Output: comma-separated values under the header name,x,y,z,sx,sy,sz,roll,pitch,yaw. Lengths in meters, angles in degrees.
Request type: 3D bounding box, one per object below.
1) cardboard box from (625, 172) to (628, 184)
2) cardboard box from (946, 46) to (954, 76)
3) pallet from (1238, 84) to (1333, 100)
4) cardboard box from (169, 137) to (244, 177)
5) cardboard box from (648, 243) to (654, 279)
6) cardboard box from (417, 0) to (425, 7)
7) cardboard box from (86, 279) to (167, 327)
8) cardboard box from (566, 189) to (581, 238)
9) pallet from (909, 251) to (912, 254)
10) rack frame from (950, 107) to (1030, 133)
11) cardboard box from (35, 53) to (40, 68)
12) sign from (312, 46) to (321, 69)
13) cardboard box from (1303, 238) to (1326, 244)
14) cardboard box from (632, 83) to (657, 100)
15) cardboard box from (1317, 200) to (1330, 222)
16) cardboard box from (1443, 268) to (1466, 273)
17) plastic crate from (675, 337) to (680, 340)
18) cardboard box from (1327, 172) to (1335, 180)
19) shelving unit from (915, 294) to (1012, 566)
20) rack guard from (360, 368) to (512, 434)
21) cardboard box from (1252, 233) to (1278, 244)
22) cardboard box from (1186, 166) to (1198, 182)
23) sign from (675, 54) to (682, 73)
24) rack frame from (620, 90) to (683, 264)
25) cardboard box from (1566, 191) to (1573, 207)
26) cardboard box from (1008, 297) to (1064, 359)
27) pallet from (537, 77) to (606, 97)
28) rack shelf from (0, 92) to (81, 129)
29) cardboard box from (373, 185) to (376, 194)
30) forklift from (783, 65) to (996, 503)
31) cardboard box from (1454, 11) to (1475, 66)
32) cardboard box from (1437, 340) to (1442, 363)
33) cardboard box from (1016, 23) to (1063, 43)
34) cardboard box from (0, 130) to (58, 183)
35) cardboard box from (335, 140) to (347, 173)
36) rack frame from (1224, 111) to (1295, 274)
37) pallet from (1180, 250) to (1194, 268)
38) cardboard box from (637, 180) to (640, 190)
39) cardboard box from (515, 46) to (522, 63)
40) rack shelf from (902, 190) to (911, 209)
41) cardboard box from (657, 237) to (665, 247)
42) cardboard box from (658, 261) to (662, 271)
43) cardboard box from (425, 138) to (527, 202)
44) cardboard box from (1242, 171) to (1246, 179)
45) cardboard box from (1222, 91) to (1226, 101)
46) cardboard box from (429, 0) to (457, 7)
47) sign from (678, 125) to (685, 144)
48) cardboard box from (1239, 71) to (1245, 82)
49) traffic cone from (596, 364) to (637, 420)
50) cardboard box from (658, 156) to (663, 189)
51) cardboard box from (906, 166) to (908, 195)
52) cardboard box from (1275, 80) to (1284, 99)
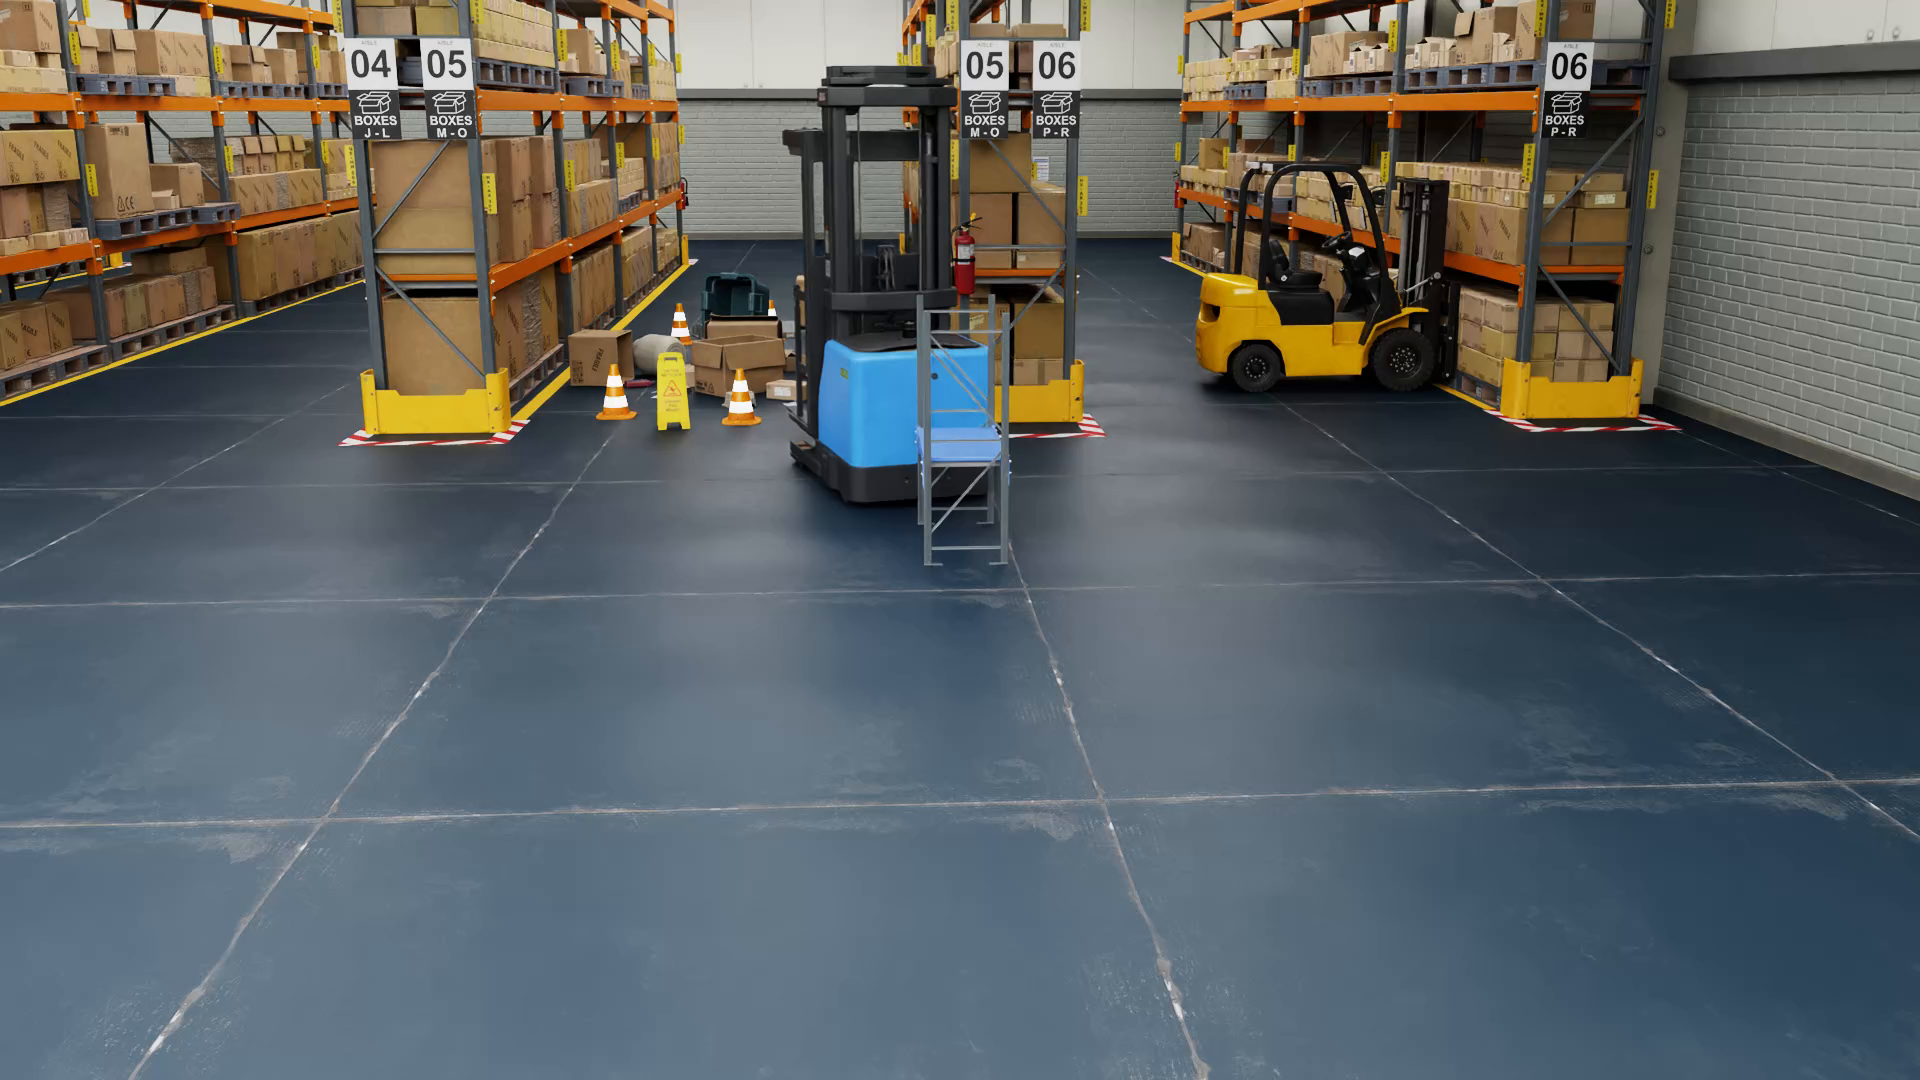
name,x,y,z,sx,sy,sz,roll,pitch,yaw
cardboard box,-4.848,-5.058,23.231,0.380,0.149,0.250,-1,14,-4
cardboard box,0.125,-4.402,15.301,0.500,0.250,0.500,0,14,-2
pallet,4.741,-6.503,24.140,1.213,0.211,1.003,-1,14,-3
cardboard box,-9.923,-5.054,21.935,0.797,0.503,0.637,0,14,-2
cardboard box,-4.888,-4.196,24.990,0.500,0.500,0.500,-1,14,-5
cardboard box,-4.849,-4.637,14.370,0.380,0.149,0.250,-1,14,-2
cardboard box,-9.709,-2.756,19.353,0.700,0.500,0.500,-2,15,-8
cardboard box,-4.454,-3.578,18.211,0.500,0.500,0.500,-1,14,-3
pallet,-0.371,-4.932,29.272,1.003,0.211,1.213,-1,14,-3
rack frame,0.245,-3.496,18.093,1.000,3.000,0.127,-1,14,-3
cardboard box,-9.412,-4.772,16.533,0.380,0.149,0.250,-1,14,-3
sign,-9.601,-7.199,24.796,0.100,0.325,0.005,-1,14,-3
cardboard box,5.156,-4.270,23.974,0.380,0.149,0.250,-1,14,-5
cardboard box,-4.951,-6.883,25.540,0.500,0.250,0.500,0,14,-1
cardboard box,4.799,-4.128,20.852,0.500,0.250,0.500,-1,14,-5
cardboard box,5.422,-2.810,18.096,0.500,0.250,0.500,-1,14,-2
plastic crate,-3.371,-2.037,17.952,0.450,0.188,0.662,-4,11,28
cardboard box,4.767,-4.526,20.595,0.380,0.149,0.250,-1,14,-2
shelving unit,0.005,-0.705,10.257,0.538,1.500,1.048,-1,14,-3
rack guard,-4.440,-1.183,14.121,1.175,0.500,0.348,-1,14,-3
cardboard box,4.590,-4.515,24.925,0.380,0.149,0.250,-1,14,-4
cardboard box,4.246,-6.387,29.034,0.500,0.250,0.500,-1,14,-3
sign,-4.878,-8.264,28.828,0.100,0.325,0.005,-1,14,-3
rack frame,-5.433,-6.379,29.298,1.000,3.000,0.127,-1,14,-3
cardboard box,5.605,-3.090,15.013,0.380,0.149,0.250,-1,14,-3
cardboard box,0.716,-1.947,15.243,0.500,0.500,0.500,-1,14,-5
pallet,-4.772,-5.313,19.515,1.003,0.211,1.213,0,14,-1
rack shelf,-9.522,-3.950,15.281,1.077,0.370,4.000,-1,14,-3
cardboard box,-9.974,-5.868,27.818,0.380,0.149,0.250,-1,14,-5
forklift,-0.677,-1.995,12.397,1.130,2.935,3.031,-5,15,-17
cardboard box,5.214,-4.842,16.054,0.797,0.503,0.637,0,14,-2
cardboard box,5.004,-1.939,16.720,0.500,0.250,0.500,0,14,-2
cardboard box,0.674,-4.310,14.141,0.380,0.149,0.250,-1,14,-4
cardboard box,-9.312,-3.788,16.423,0.500,0.500,0.500,-1,14,-3
cardboard box,-9.939,-6.013,26.074,0.500,0.500,0.500,-1,14,-3
rack frame,4.703,-5.563,26.128,1.000,3.000,0.127,-1,14,-3
pallet,4.510,-4.990,29.497,1.003,0.211,1.213,-1,14,-3
cardboard box,-4.933,-5.243,24.546,0.380,0.149,0.250,-1,14,-4
cardboard box,-4.238,-4.450,15.242,0.380,0.149,0.250,-1,14,-3
rack shelf,-0.375,-5.634,27.849,1.077,0.370,4.000,-1,14,-3
cardboard box,-4.996,-4.844,27.019,0.380,0.149,0.250,-1,14,-2
cardboard box,-4.887,-4.302,26.106,0.380,0.149,0.250,-2,15,-6
cardboard box,-4.451,-3.365,15.116,0.875,0.550,0.550,-1,14,-3
cardboard box,4.406,-5.350,24.726,0.396,0.266,0.258,0,14,-1
cardboard box,4.374,-7.040,26.352,0.380,0.149,0.250,-1,14,-4
cardboard box,-4.145,-4.456,13.667,0.380,0.149,0.250,-1,14,-3
sign,-4.878,-7.096,29.128,0.100,0.325,0.005,-1,14,-3
cardboard box,4.350,-6.875,24.667,0.380,0.149,0.250,-1,14,-3
traffic cone,-3.057,-1.325,14.747,0.336,0.463,0.334,-1,14,-3
cardboard box,-5.002,-5.826,26.354,0.500,0.500,0.500,-1,14,-3
cardboard box,-0.618,-5.898,27.229,0.500,0.500,0.500,-1,14,-4
cardboard box,4.645,-6.197,22.873,0.500,0.250,0.500,-1,14,-3
